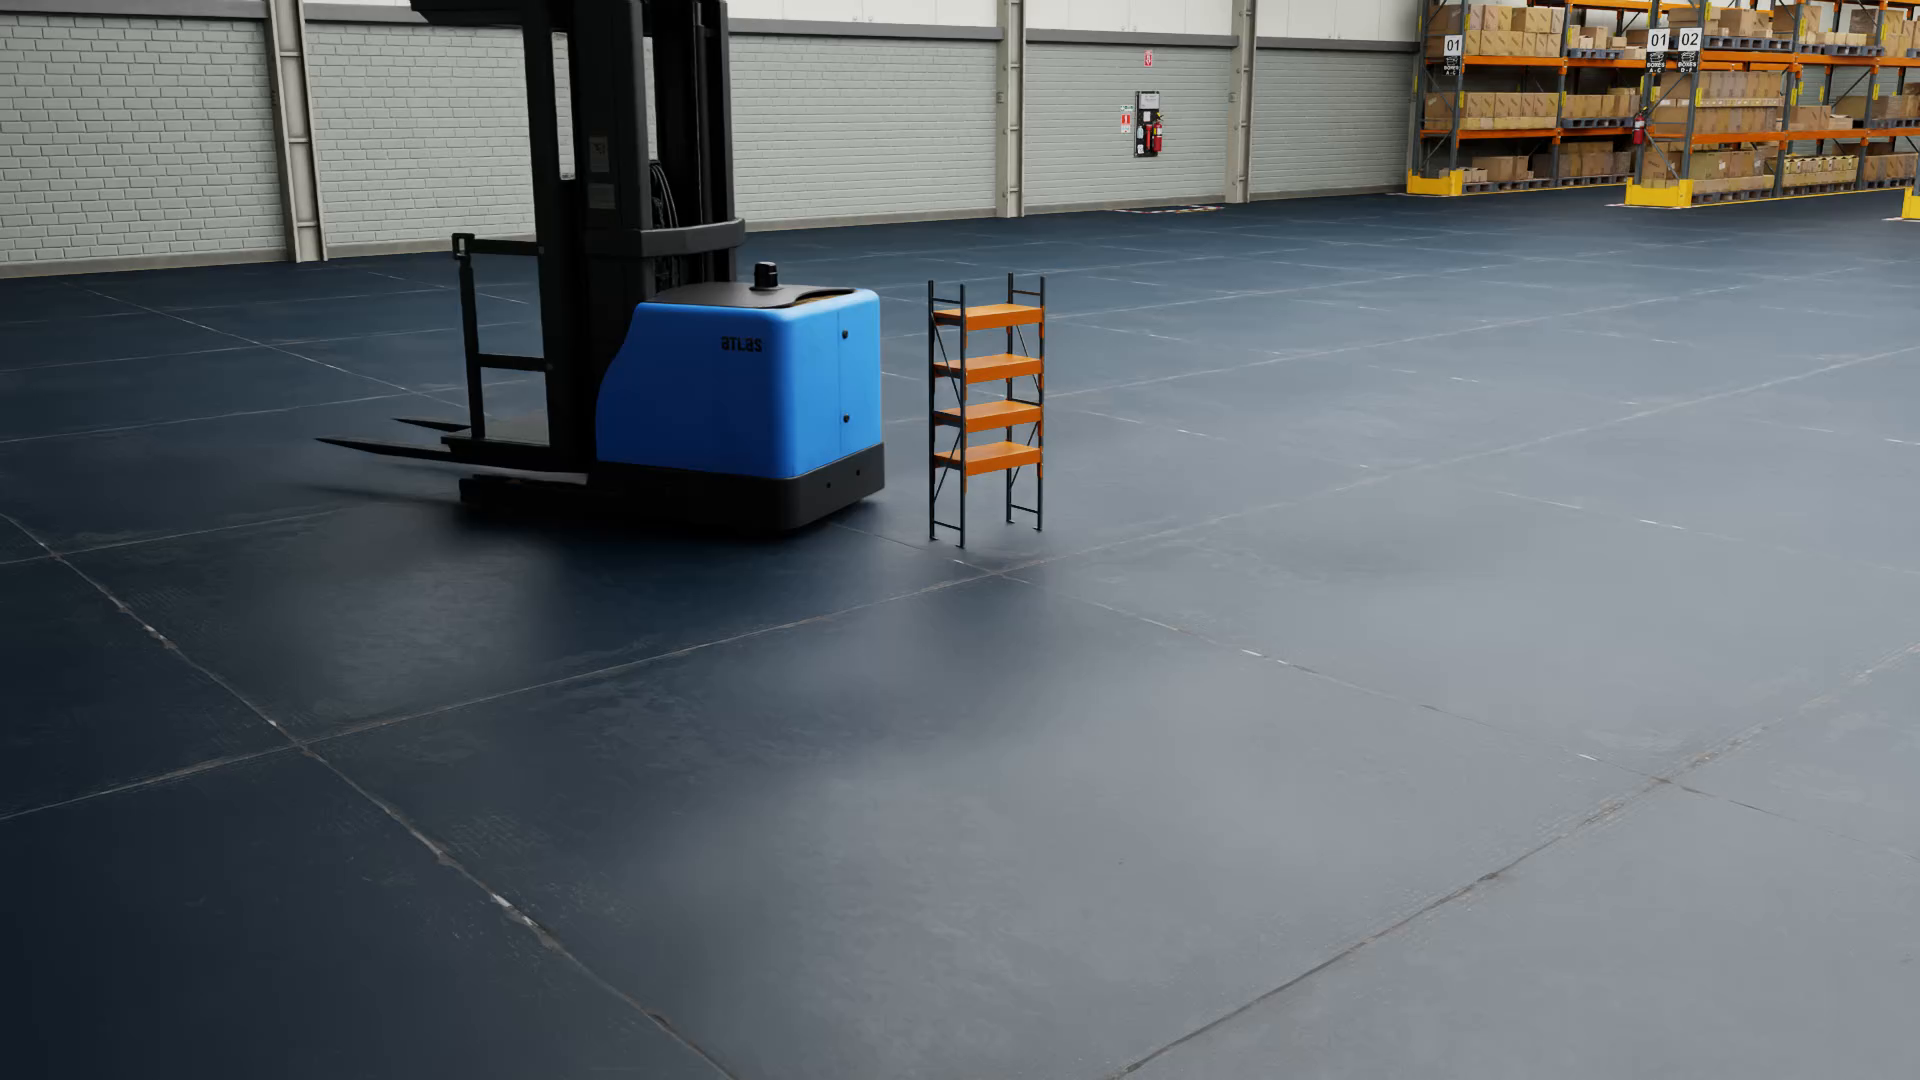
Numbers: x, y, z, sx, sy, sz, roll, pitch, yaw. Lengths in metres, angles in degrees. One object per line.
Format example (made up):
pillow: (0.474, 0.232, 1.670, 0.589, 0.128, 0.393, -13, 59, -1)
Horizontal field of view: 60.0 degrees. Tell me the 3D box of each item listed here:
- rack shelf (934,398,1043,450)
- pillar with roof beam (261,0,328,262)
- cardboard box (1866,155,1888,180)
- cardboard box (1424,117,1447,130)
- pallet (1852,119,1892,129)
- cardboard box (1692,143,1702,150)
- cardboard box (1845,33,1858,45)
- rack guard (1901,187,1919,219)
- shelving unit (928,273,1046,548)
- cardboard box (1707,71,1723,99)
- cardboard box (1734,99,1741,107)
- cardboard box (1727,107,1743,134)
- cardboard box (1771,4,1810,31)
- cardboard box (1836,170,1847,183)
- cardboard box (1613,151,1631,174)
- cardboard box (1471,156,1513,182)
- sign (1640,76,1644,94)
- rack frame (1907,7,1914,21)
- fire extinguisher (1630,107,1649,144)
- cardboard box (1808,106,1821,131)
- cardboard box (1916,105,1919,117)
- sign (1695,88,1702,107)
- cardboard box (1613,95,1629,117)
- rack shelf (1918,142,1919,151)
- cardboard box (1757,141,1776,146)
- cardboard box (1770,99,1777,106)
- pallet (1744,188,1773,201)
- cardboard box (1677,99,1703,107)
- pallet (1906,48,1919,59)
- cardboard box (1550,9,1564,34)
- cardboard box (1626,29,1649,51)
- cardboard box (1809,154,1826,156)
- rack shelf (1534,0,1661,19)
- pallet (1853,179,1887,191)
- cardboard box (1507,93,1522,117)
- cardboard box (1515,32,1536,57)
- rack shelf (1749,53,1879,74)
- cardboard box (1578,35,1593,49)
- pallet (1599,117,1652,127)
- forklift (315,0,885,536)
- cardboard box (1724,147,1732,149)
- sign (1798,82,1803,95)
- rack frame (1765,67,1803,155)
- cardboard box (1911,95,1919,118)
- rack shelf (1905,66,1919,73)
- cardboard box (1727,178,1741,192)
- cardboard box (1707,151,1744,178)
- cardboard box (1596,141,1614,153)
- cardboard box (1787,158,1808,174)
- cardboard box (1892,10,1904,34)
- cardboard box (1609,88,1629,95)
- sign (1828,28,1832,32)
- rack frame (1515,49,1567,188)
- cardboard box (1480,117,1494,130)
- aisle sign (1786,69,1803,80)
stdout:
rack shelf: (0.125, -0.543, 7.717, 0.480, 0.148, 0.258, -13, 19, -39)
pillar with roof beam: (-5.375, -7.024, 16.609, 0.400, 9.000, 9.100, -13, 19, -39)
cardboard box: (20.156, -8.250, 36.816, 0.500, 0.500, 0.500, -14, 20, -41)
cardboard box: (10.169, -8.797, 35.122, 0.500, 0.250, 0.500, -12, 19, -39)
pallet: (19.699, -9.170, 36.639, 1.003, 0.211, 1.213, -13, 19, -39)
cardboard box: (17.923, -9.653, 41.428, 0.750, 0.750, 0.750, -12, 19, -38)
cardboard box: (18.545, -10.534, 35.037, 0.500, 0.250, 0.500, -12, 19, -38)
rack guard: (16.474, -5.628, 27.852, 0.348, 0.500, 1.175, -13, 19, -39)
shelving unit: (0.125, -0.608, 7.700, 0.503, 1.200, 0.258, -13, 19, -39)
cardboard box: (13.992, -8.630, 31.537, 0.500, 0.500, 0.700, -13, 20, -41)
cardboard box: (14.796, -8.425, 32.029, 0.250, 0.149, 0.380, -12, 19, -39)
cardboard box: (14.725, -8.167, 32.317, 0.500, 0.500, 0.700, -12, 19, -38)
cardboard box: (16.707, -10.495, 33.440, 0.500, 0.500, 0.500, -12, 19, -39)
cardboard box: (18.610, -7.784, 35.593, 0.500, 0.250, 0.500, -13, 20, -40)
cardboard box: (15.470, -8.971, 39.512, 0.500, 0.500, 0.700, -12, 19, -39)
cardboard box: (11.541, -8.058, 36.097, 0.500, 0.500, 0.700, -14, 21, -43)
sign: (12.853, -8.561, 31.284, 0.005, 0.325, 0.100, -13, 19, -39)
rack frame: (22.251, -12.710, 37.896, 0.127, 3.000, 1.000, -13, 19, -39)
fire extinguisher: (12.805, -7.812, 31.333, 0.183, 0.674, 0.296, -13, 19, -39)
cardboard box: (17.582, -8.806, 34.710, 0.500, 0.500, 0.500, -13, 19, -39)
cardboard box: (22.460, -9.995, 39.161, 0.500, 0.500, 0.500, -12, 19, -38)
sign: (13.559, -8.126, 30.529, 0.005, 0.325, 0.100, -13, 19, -39)
cardboard box: (15.227, -10.177, 38.992, 0.700, 0.500, 0.500, 14, 20, 42)
rack shelf: (17.956, -6.805, 28.808, 4.000, 0.370, 1.077, -13, 19, -39)
cardboard box: (21.382, -10.523, 44.106, 0.250, 0.149, 0.380, -12, 19, -38)
cardboard box: (15.964, -8.689, 33.016, 0.250, 0.149, 0.380, -13, 20, -41)
pallet: (15.589, -6.983, 33.482, 1.213, 0.211, 1.003, -13, 19, -39)
cardboard box: (13.636, -8.165, 31.055, 0.250, 0.149, 0.380, -13, 20, -40)
pallet: (20.933, -10.897, 37.285, 1.003, 0.211, 1.213, -13, 19, -39)
cardboard box: (12.762, -11.273, 36.157, 0.500, 0.500, 0.500, 14, 20, 42)
cardboard box: (16.300, -11.900, 39.628, 0.700, 0.500, 0.500, 14, 21, 43)
cardboard box: (18.646, -8.248, 36.243, 0.500, 0.311, 0.500, -12, 19, -38)
rack shelf: (14.470, -12.117, 37.843, 4.000, 0.370, 1.077, -13, 19, -39)
pallet: (19.822, -7.906, 36.939, 1.213, 0.211, 1.003, -13, 19, -39)
cardboard box: (11.656, -9.322, 35.637, 0.500, 0.500, 0.500, -12, 19, -38)
cardboard box: (11.960, -10.609, 35.611, 0.500, 0.500, 0.500, -14, 20, -41)
rack shelf: (17.725, -9.897, 34.571, 4.000, 0.370, 1.077, -13, 19, -39)
cardboard box: (13.891, -11.211, 37.454, 0.500, 0.311, 0.500, -12, 19, -38)
pallet: (15.511, -9.864, 39.236, 1.003, 0.211, 1.213, -13, 19, -39)
forklift: (-1.946, -1.665, 8.305, 3.031, 2.935, 1.130, 7, 16, 23)
cardboard box: (19.628, -9.877, 42.946, 0.500, 0.500, 0.700, -12, 19, -39)
sign: (22.360, -12.019, 44.231, 0.005, 0.325, 0.100, -13, 19, -39)
rack frame: (22.014, -11.453, 44.815, 0.127, 3.000, 1.000, -13, 19, -39)
cardboard box: (21.747, -10.026, 38.466, 0.700, 0.500, 0.500, 8, 17, 28)
rack shelf: (23.760, -11.252, 39.644, 4.000, 0.370, 1.077, -13, 19, -39)
cardboard box: (14.882, -6.955, 32.488, 0.500, 0.250, 0.500, -13, 19, -39)
cardboard box: (14.883, -7.317, 32.391, 0.500, 0.500, 0.500, -13, 19, -39)
cardboard box: (14.999, -9.249, 39.100, 0.500, 0.250, 0.500, -12, 19, -38)
cardboard box: (17.073, -7.707, 34.219, 0.500, 0.311, 0.500, -13, 20, -40)
cardboard box: (20.336, -11.360, 36.523, 0.500, 0.500, 0.500, -13, 19, -39)
cardboard box: (15.506, -10.550, 39.132, 0.380, 0.149, 0.250, 12, 19, 38)
sign: (18.879, -10.939, 36.076, 0.005, 0.325, 0.100, -13, 19, -39)
rack frame: (12.962, -9.420, 37.204, 0.127, 3.000, 1.000, -13, 19, -39)
cardboard box: (10.903, -8.791, 35.102, 0.500, 0.250, 0.500, -13, 20, -41)
aisle sign: (22.265, -12.663, 44.306, 0.004, 0.787, 0.394, -13, 19, -39)
